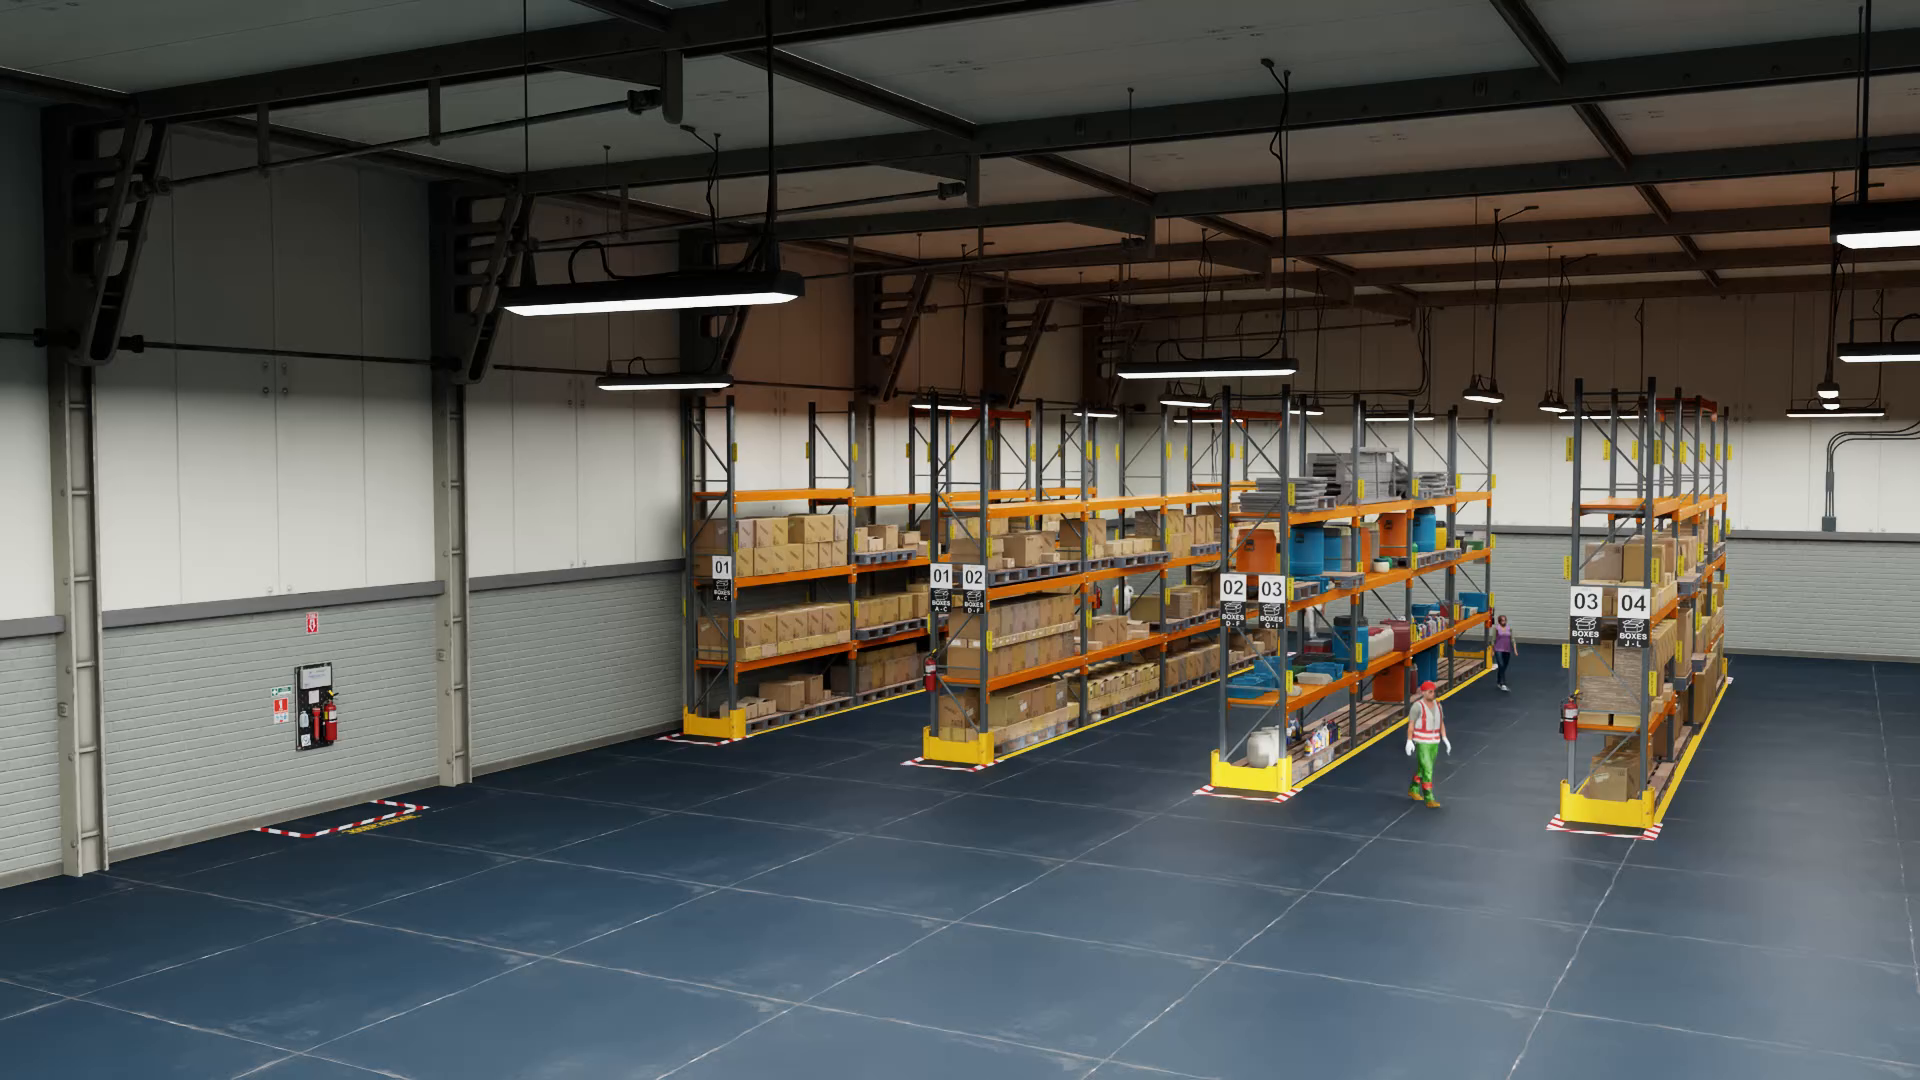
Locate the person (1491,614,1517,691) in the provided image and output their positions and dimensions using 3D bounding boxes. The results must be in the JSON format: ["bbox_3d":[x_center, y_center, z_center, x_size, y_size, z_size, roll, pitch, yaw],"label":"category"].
[{"bbox_3d":[11.466,2.357,35.002,0.481,1.583,0.678,0,3,-6],"label":"person"}]

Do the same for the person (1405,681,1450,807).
[{"bbox_3d":[6.644,2.881,23.646,0.590,1.778,0.825,-2,3,-28],"label":"person"}]

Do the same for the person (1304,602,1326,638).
[{"bbox_3d":[9.379,1.817,44.004,0.558,1.707,1.122,0,3,2],"label":"person"}]

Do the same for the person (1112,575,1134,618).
[{"bbox_3d":[4.308,1.796,43.826,0.555,1.762,0.510,-2,4,-38],"label":"person"}]
